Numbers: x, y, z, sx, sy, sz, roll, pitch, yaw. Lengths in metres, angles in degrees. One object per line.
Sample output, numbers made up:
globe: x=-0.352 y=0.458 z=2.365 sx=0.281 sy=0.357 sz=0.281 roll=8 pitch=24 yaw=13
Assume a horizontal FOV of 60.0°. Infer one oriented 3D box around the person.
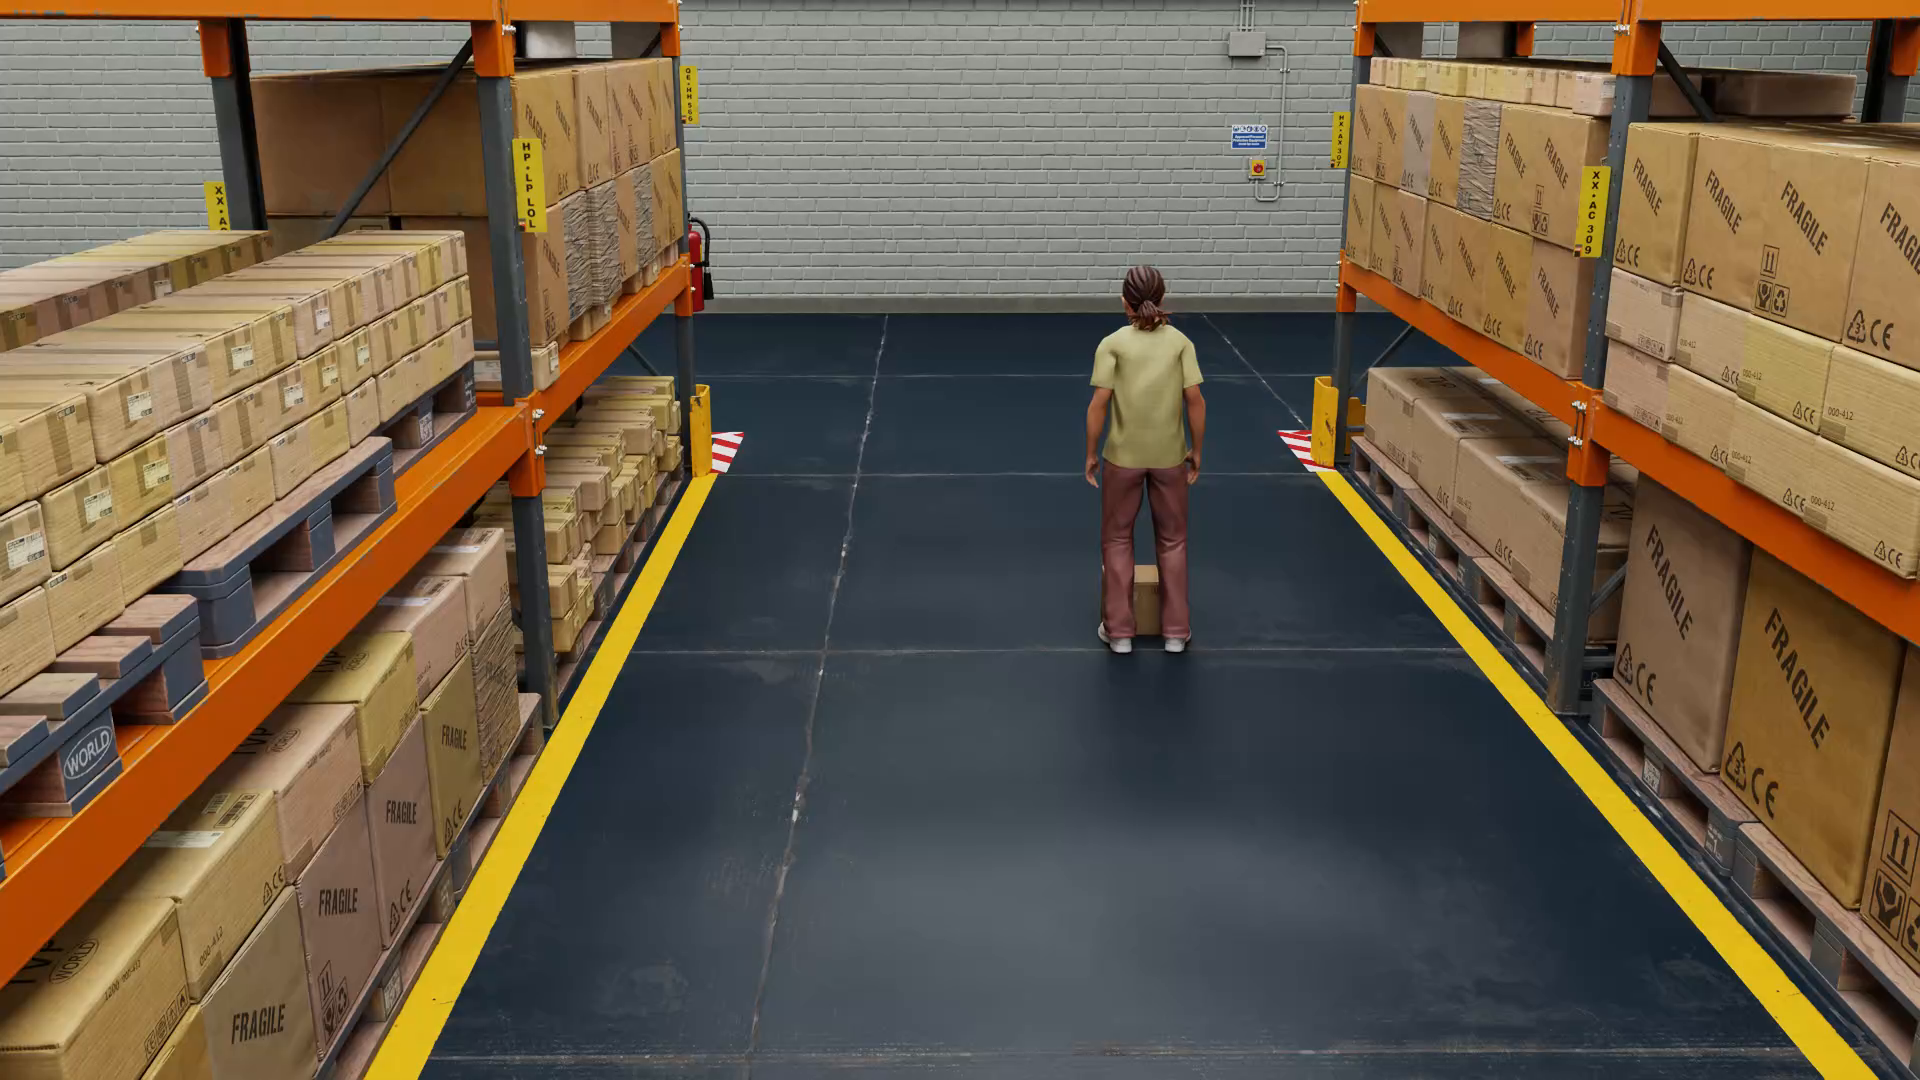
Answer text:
person: x=0.788 y=-0.335 z=7.130 sx=0.513 sy=1.673 sz=0.355 roll=-1 pitch=17 yaw=-3
